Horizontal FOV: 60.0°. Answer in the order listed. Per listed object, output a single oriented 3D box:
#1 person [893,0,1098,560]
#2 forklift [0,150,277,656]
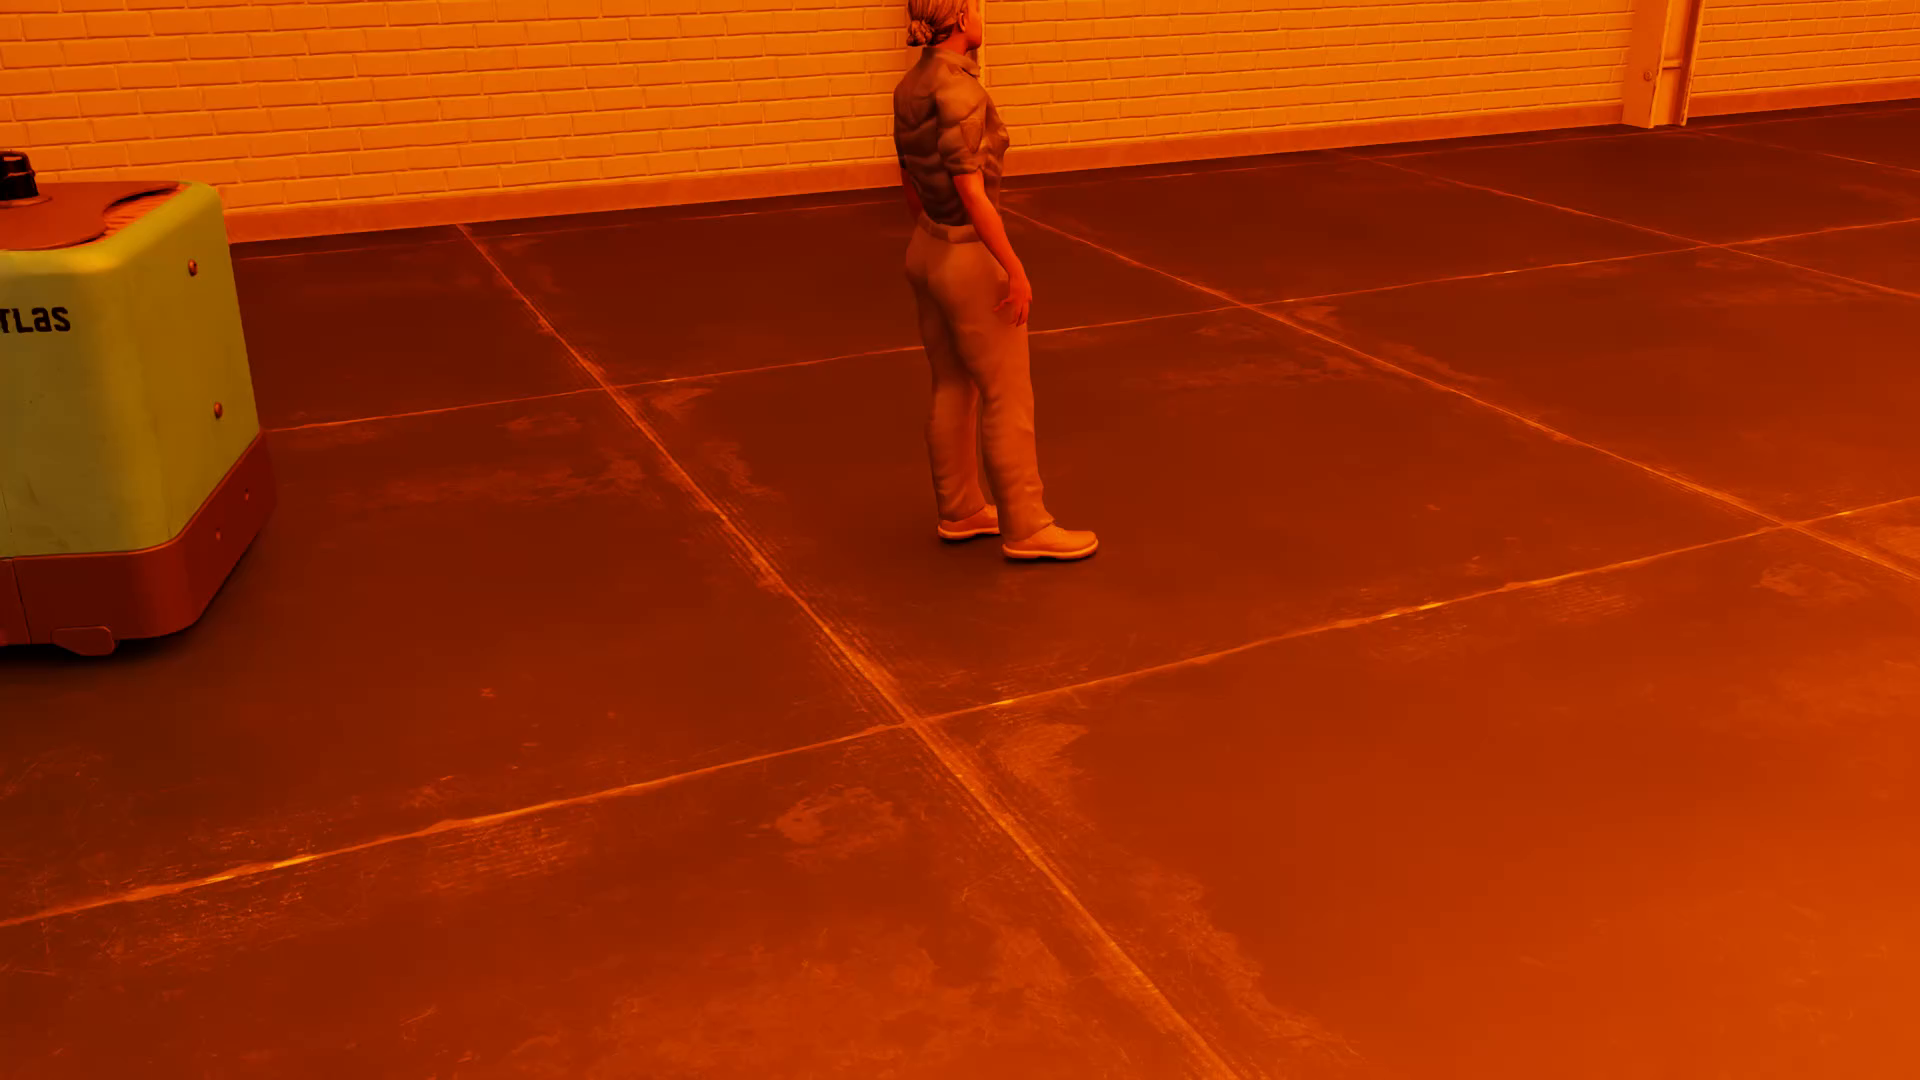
[{"bbox_3d":[0.088,-0.778,4.804,0.504,1.654,0.569,-10,25,-23],"label":"person"},{"bbox_3d":[-3.578,-1.161,4.081,3.031,2.935,1.130,-3,23,-7],"label":"forklift"}]
